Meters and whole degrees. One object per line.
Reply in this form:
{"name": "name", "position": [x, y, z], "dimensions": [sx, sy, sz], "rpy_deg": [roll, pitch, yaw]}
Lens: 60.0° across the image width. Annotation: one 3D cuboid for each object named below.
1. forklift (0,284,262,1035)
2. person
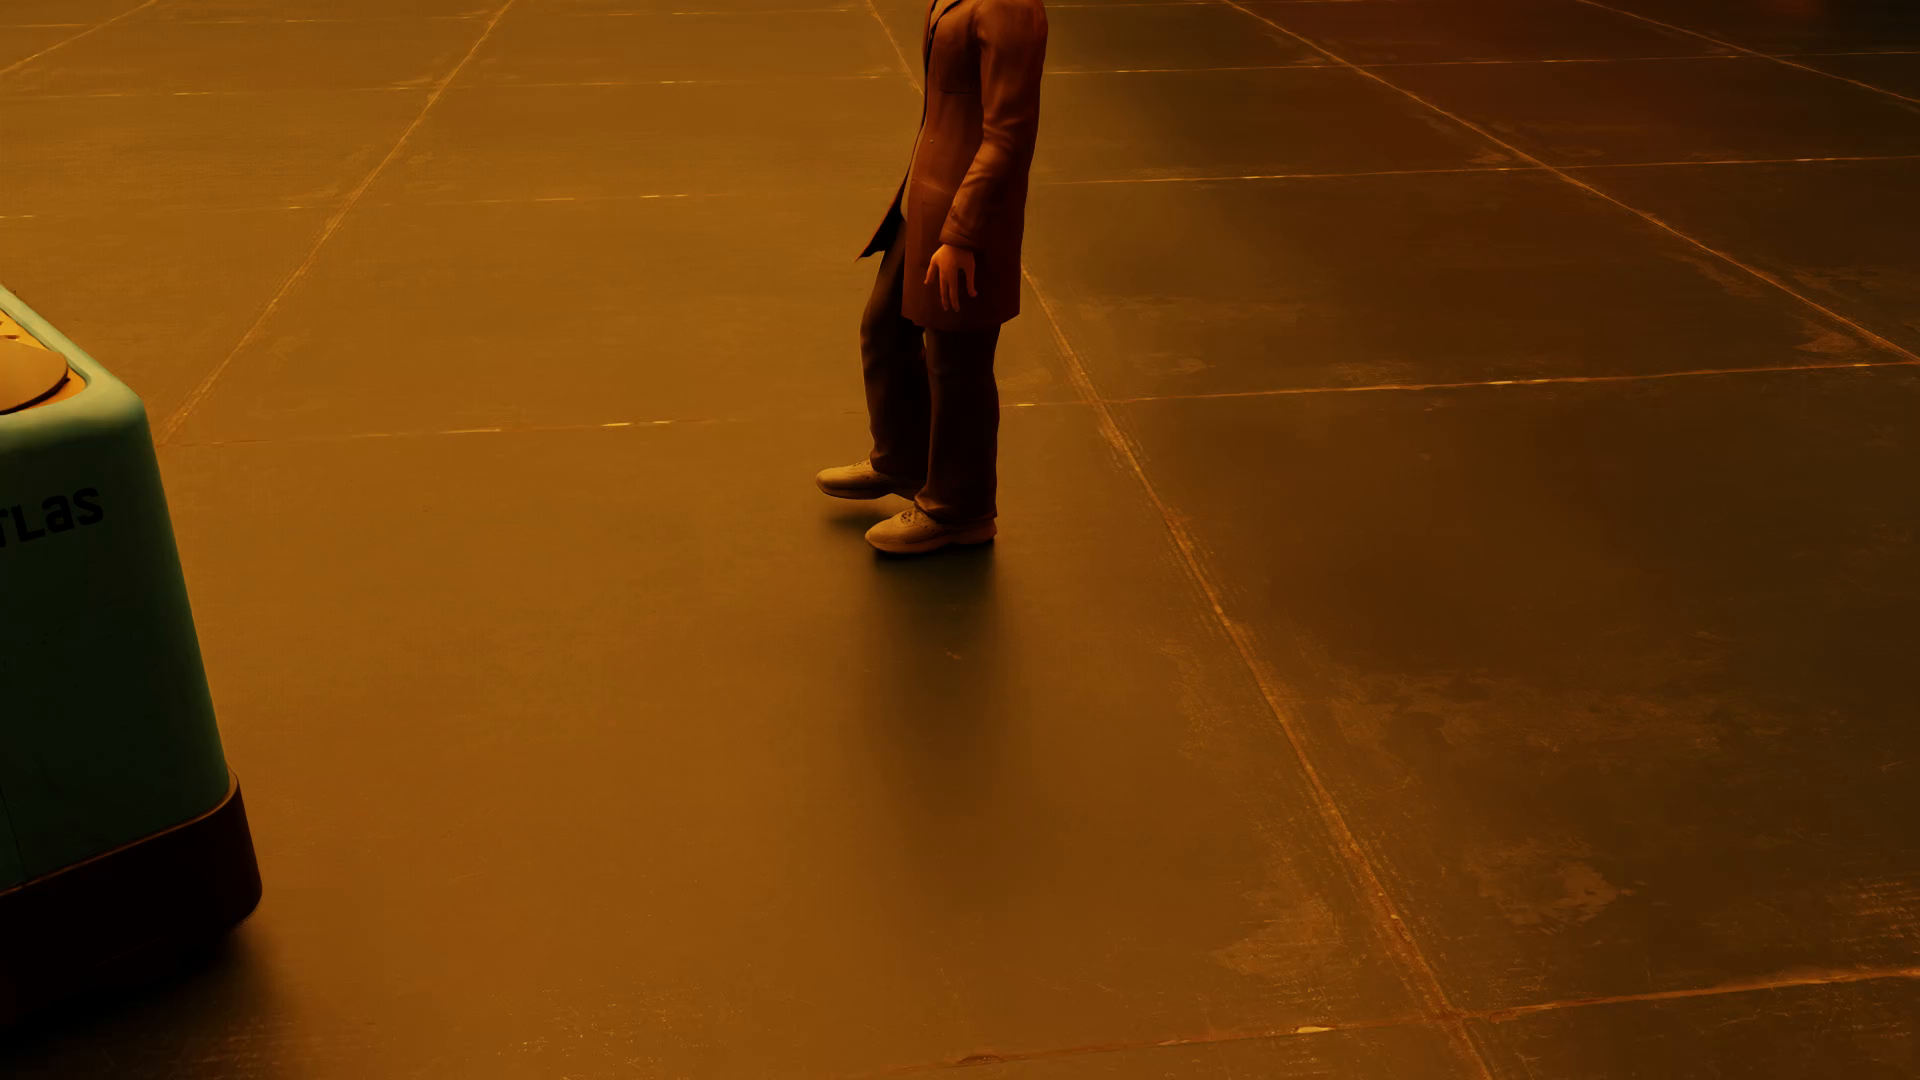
{"name": "forklift", "position": [-2.726, -0.317, 1.889], "dimensions": [3.031, 2.935, 1.130], "rpy_deg": [-21, 33, -37]}
{"name": "person", "position": [-0.092, -0.798, 4.212], "dimensions": [0.580, 1.764, 0.698], "rpy_deg": [-3, 26, -7]}
